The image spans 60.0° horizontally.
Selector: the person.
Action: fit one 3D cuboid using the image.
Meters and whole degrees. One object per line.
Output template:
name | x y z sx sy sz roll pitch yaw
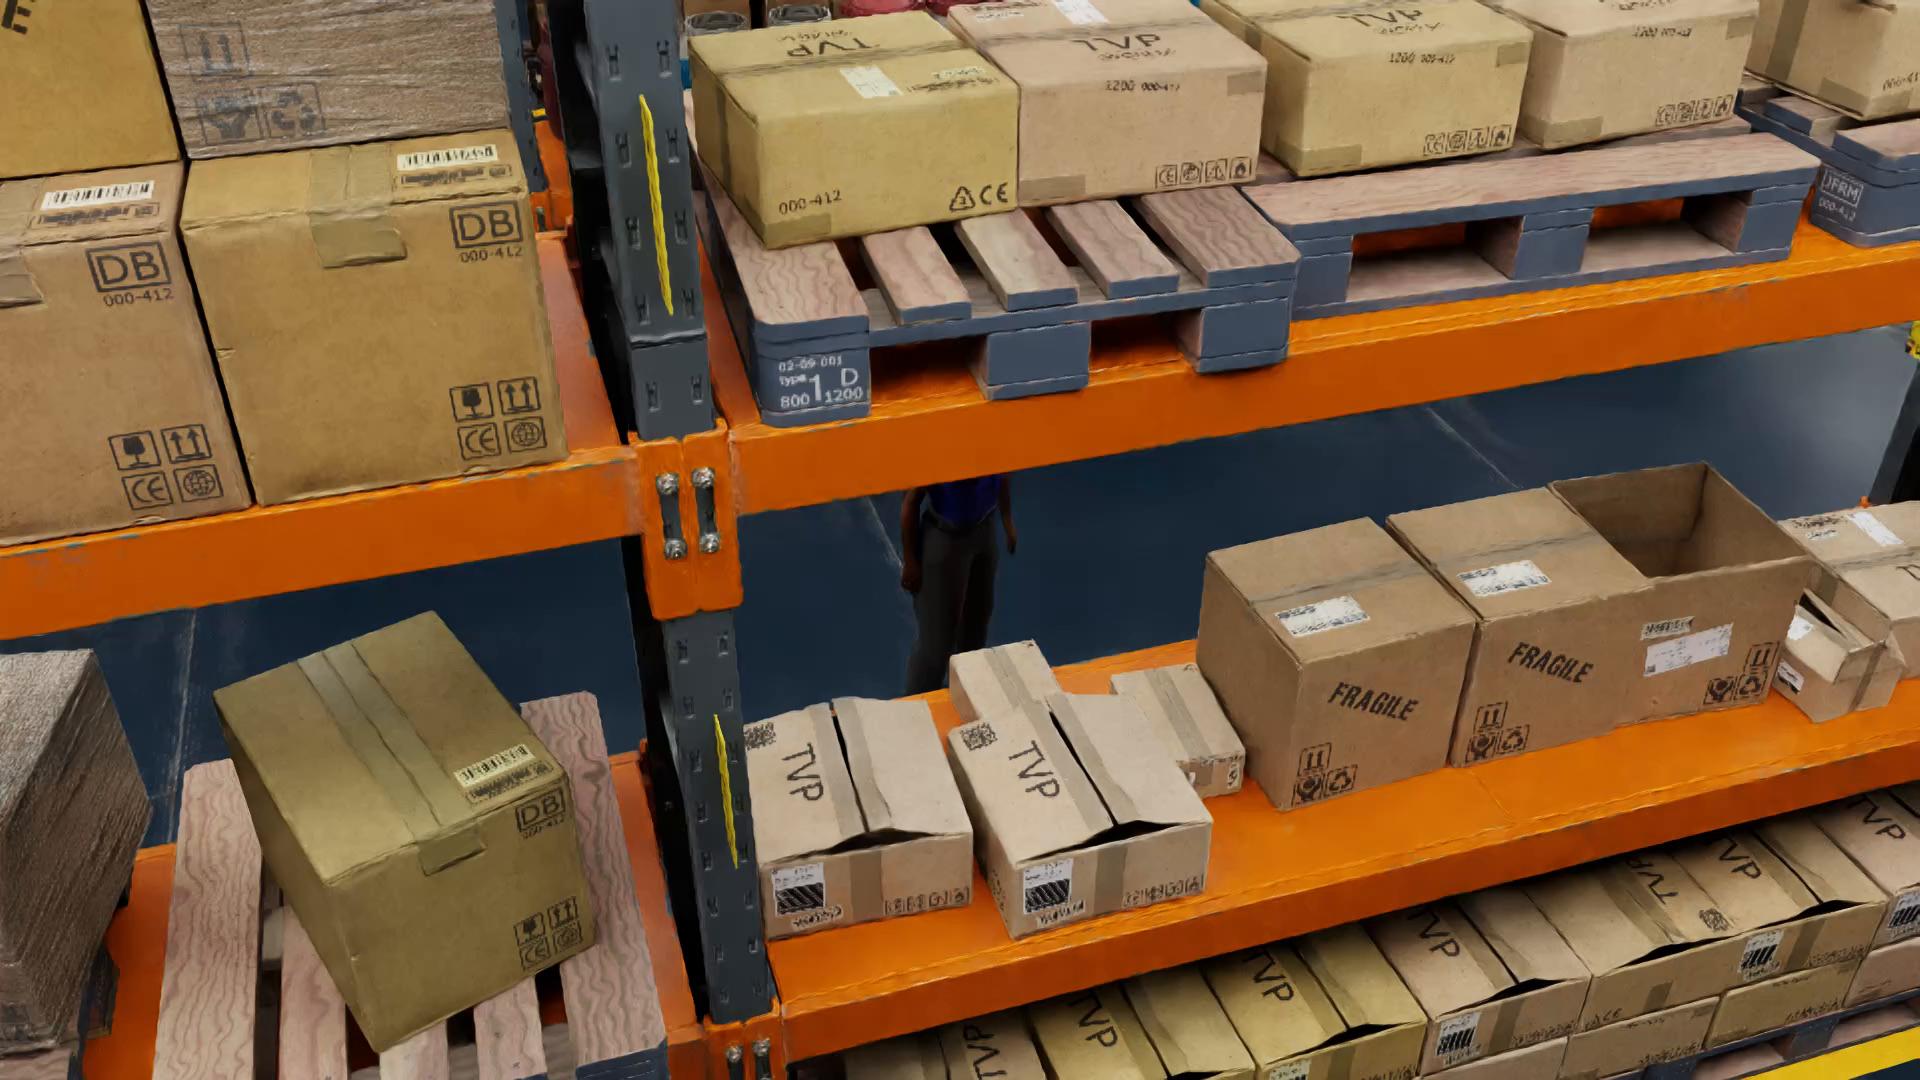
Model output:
person | 0.001 0.007 6.103 0.319 1.647 0.549 20 39 27
